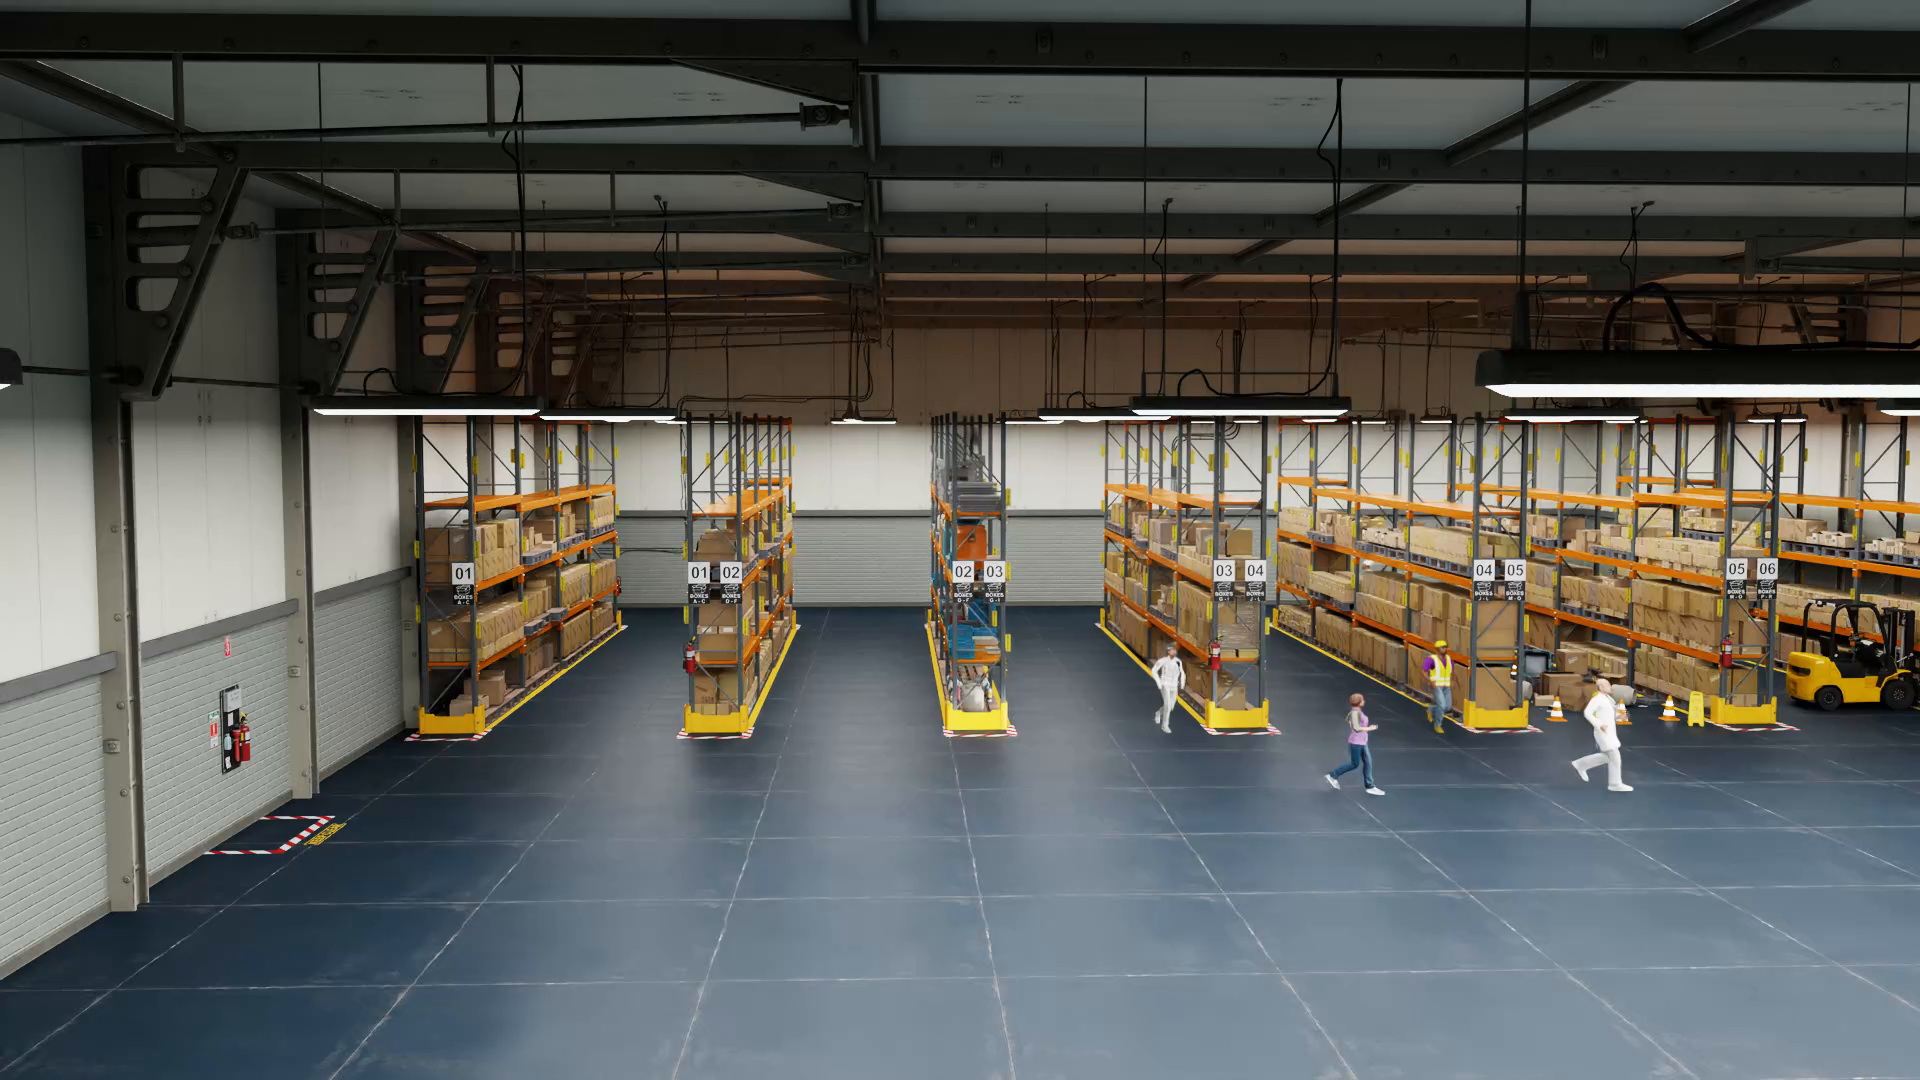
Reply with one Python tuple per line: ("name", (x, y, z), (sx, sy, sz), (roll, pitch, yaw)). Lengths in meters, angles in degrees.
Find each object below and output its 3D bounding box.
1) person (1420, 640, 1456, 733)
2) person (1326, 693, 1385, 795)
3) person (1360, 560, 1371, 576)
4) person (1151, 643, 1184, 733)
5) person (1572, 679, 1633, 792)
("person", (9.017, 2.739, 31.370), (0.746, 1.720, 0.629), (-2, 4, -23))
("person", (6.155, 3.156, 25.820), (0.882, 1.578, 0.543), (2, 4, 22))
("person", (11.943, 1.478, 48.998), (0.881, 1.789, 0.651), (-1, 4, -11))
("person", (3.953, 2.771, 31.435), (0.666, 1.663, 0.556), (-2, 4, -22))
("person", (10.136, 3.057, 26.223), (0.963, 1.751, 0.720), (3, 5, 36))
